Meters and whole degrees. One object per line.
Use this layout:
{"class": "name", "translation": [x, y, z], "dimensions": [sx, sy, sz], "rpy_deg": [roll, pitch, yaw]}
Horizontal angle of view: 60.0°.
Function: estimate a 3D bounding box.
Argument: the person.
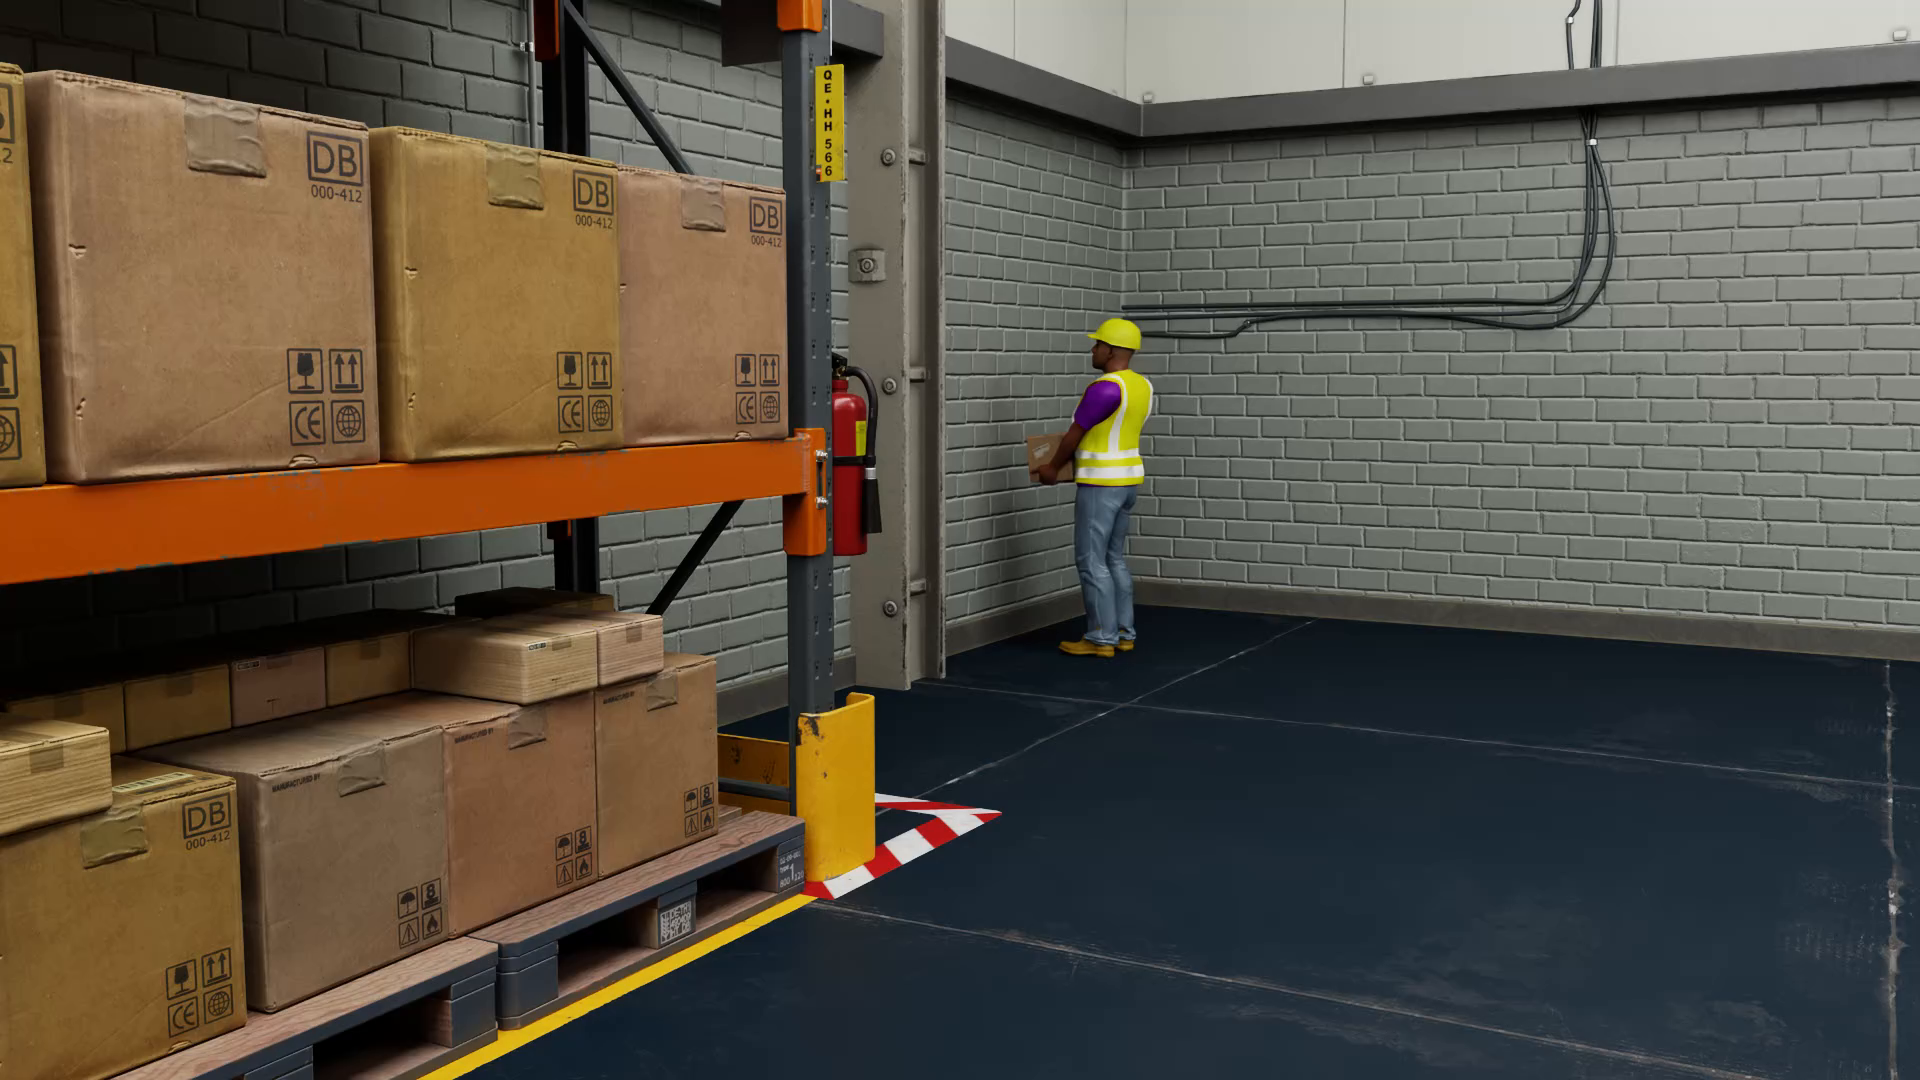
{"class": "person", "translation": [0.681, -0.280, 8.773], "dimensions": [0.587, 1.758, 0.503], "rpy_deg": [3, 7, 29]}
